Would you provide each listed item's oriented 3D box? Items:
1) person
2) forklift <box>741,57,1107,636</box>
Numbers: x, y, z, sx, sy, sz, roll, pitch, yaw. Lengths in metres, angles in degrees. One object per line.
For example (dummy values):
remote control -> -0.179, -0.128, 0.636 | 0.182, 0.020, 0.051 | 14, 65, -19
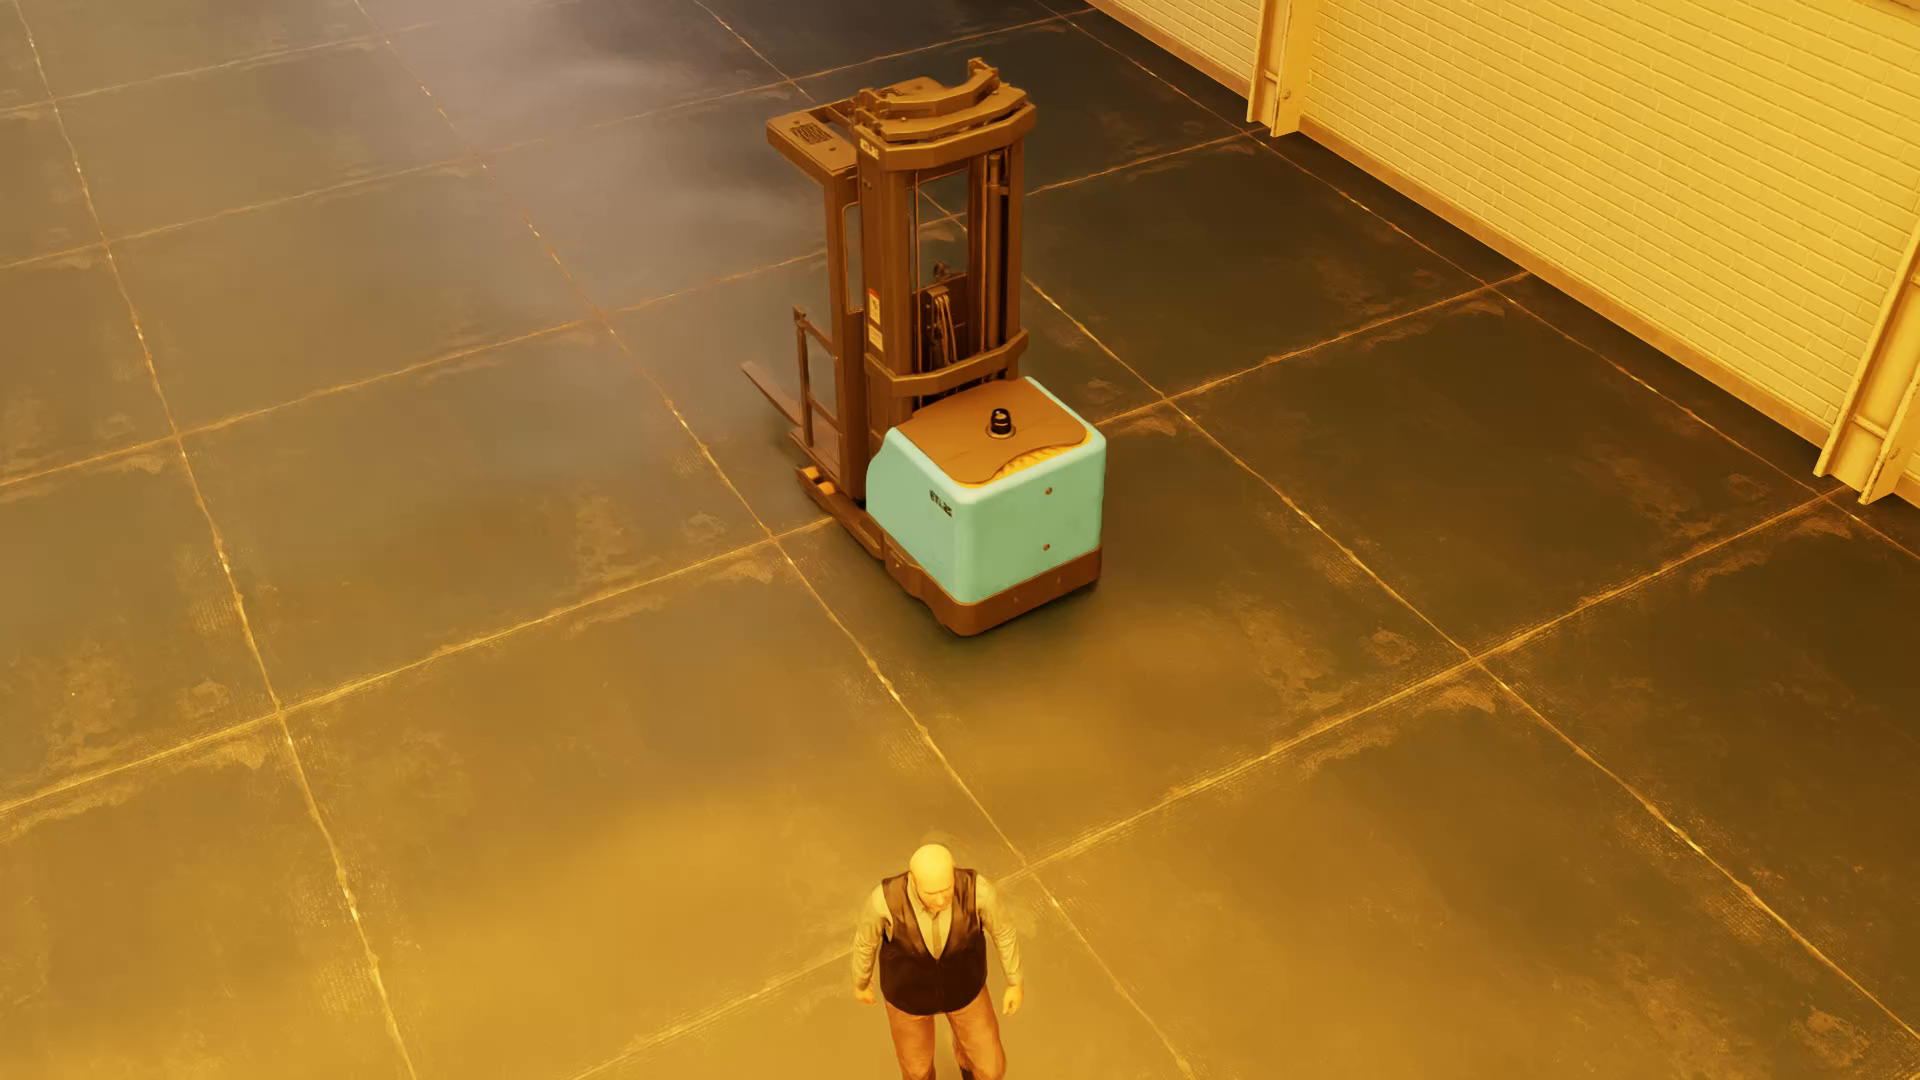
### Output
person -> -0.082, 1.853, 6.765 | 0.681, 1.702, 0.460 | -7, 40, -8
forklift -> -0.392, -1.484, 9.825 | 1.130, 2.935, 3.031 | -23, 45, -25
